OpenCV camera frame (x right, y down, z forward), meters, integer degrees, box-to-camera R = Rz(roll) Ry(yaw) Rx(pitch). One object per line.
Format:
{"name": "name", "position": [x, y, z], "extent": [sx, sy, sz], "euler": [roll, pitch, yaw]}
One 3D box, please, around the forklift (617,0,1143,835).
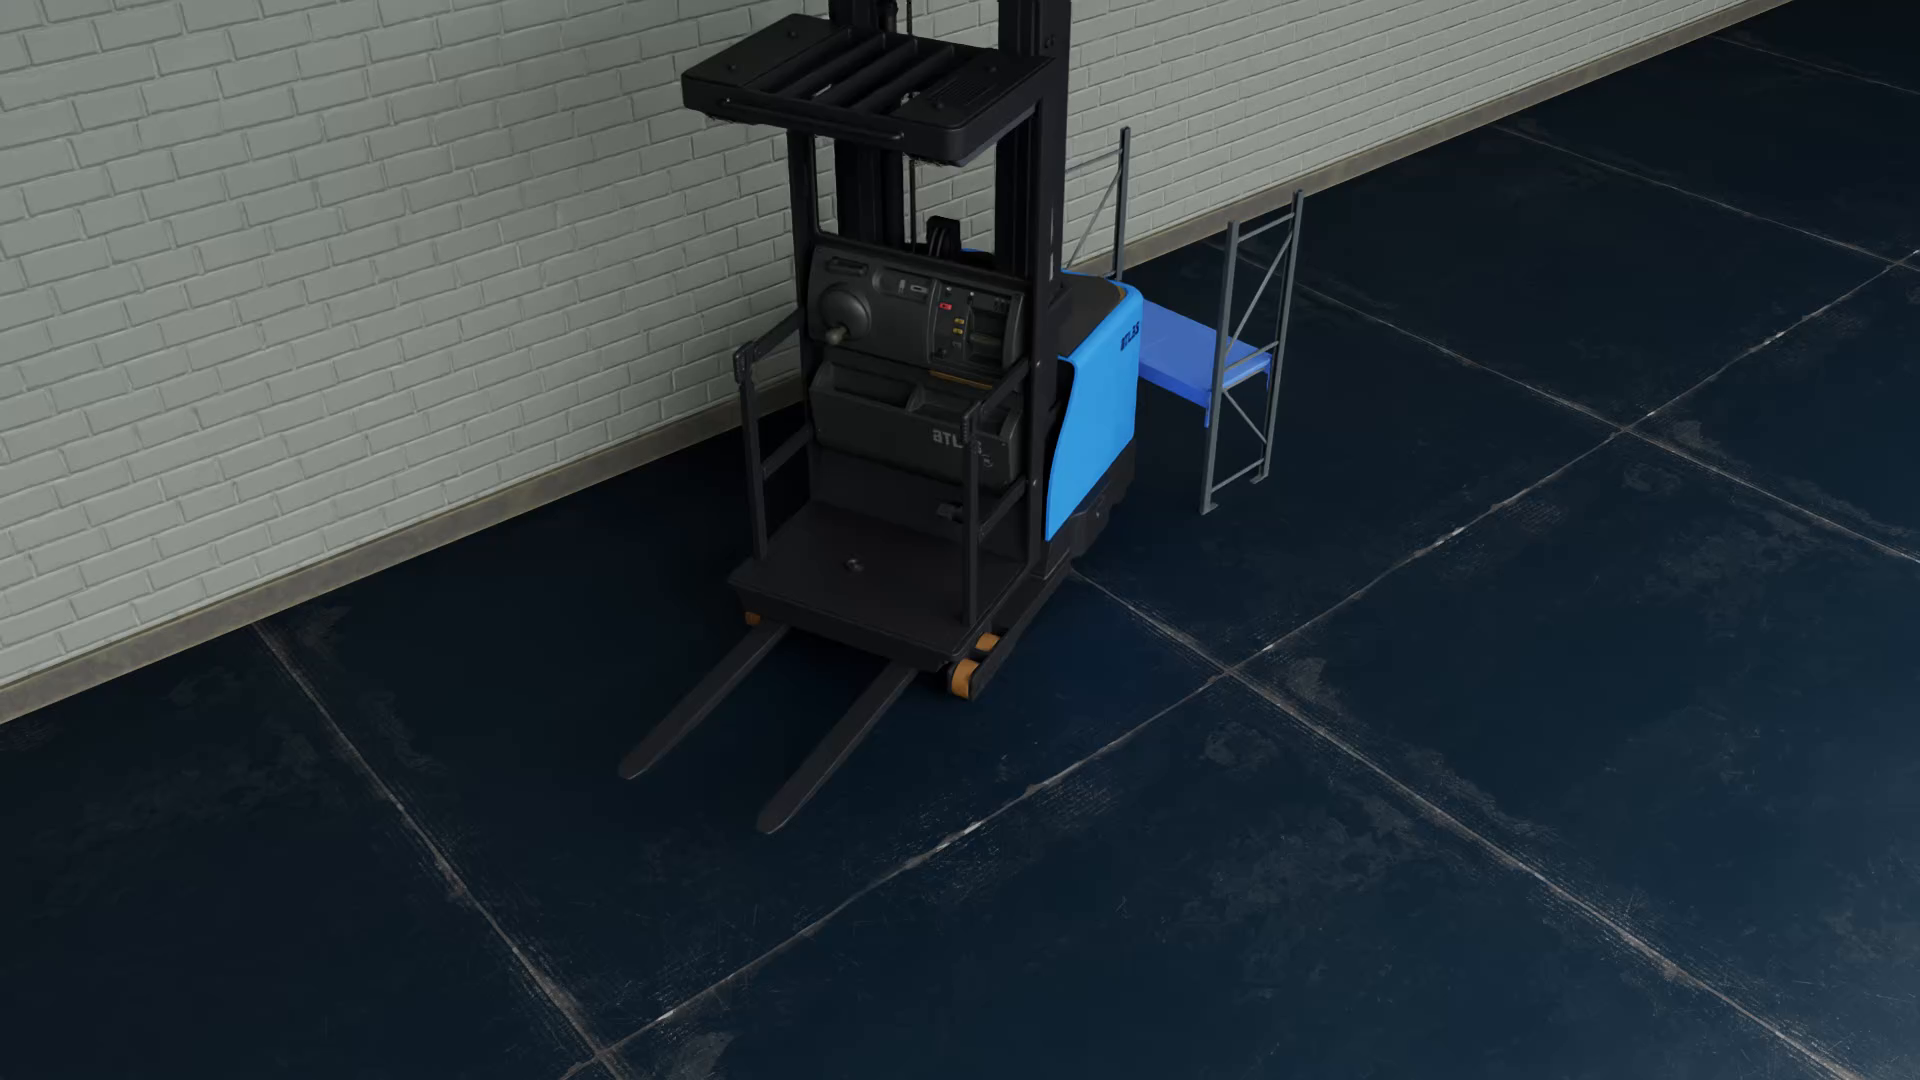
{"name": "forklift", "position": [-0.280, -0.838, 6.397], "extent": [1.130, 2.935, 3.031], "euler": [17, 39, 22]}

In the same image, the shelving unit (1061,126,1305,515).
{"name": "shelving unit", "position": [0.978, -1.050, 7.934], "extent": [0.538, 1.500, 1.048], "euler": [-29, 44, -34]}

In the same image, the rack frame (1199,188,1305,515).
{"name": "rack frame", "position": [1.330, -0.837, 7.635], "extent": [0.500, 1.500, 0.032], "euler": [-29, 44, -34]}

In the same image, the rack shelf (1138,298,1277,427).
{"name": "rack shelf", "position": [0.978, -0.903, 8.038], "extent": [0.538, 0.185, 1.000], "euler": [-29, 44, -34]}

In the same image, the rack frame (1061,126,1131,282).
{"name": "rack frame", "position": [0.626, -1.262, 8.234], "extent": [0.500, 1.500, 0.032], "euler": [-29, 44, -34]}
